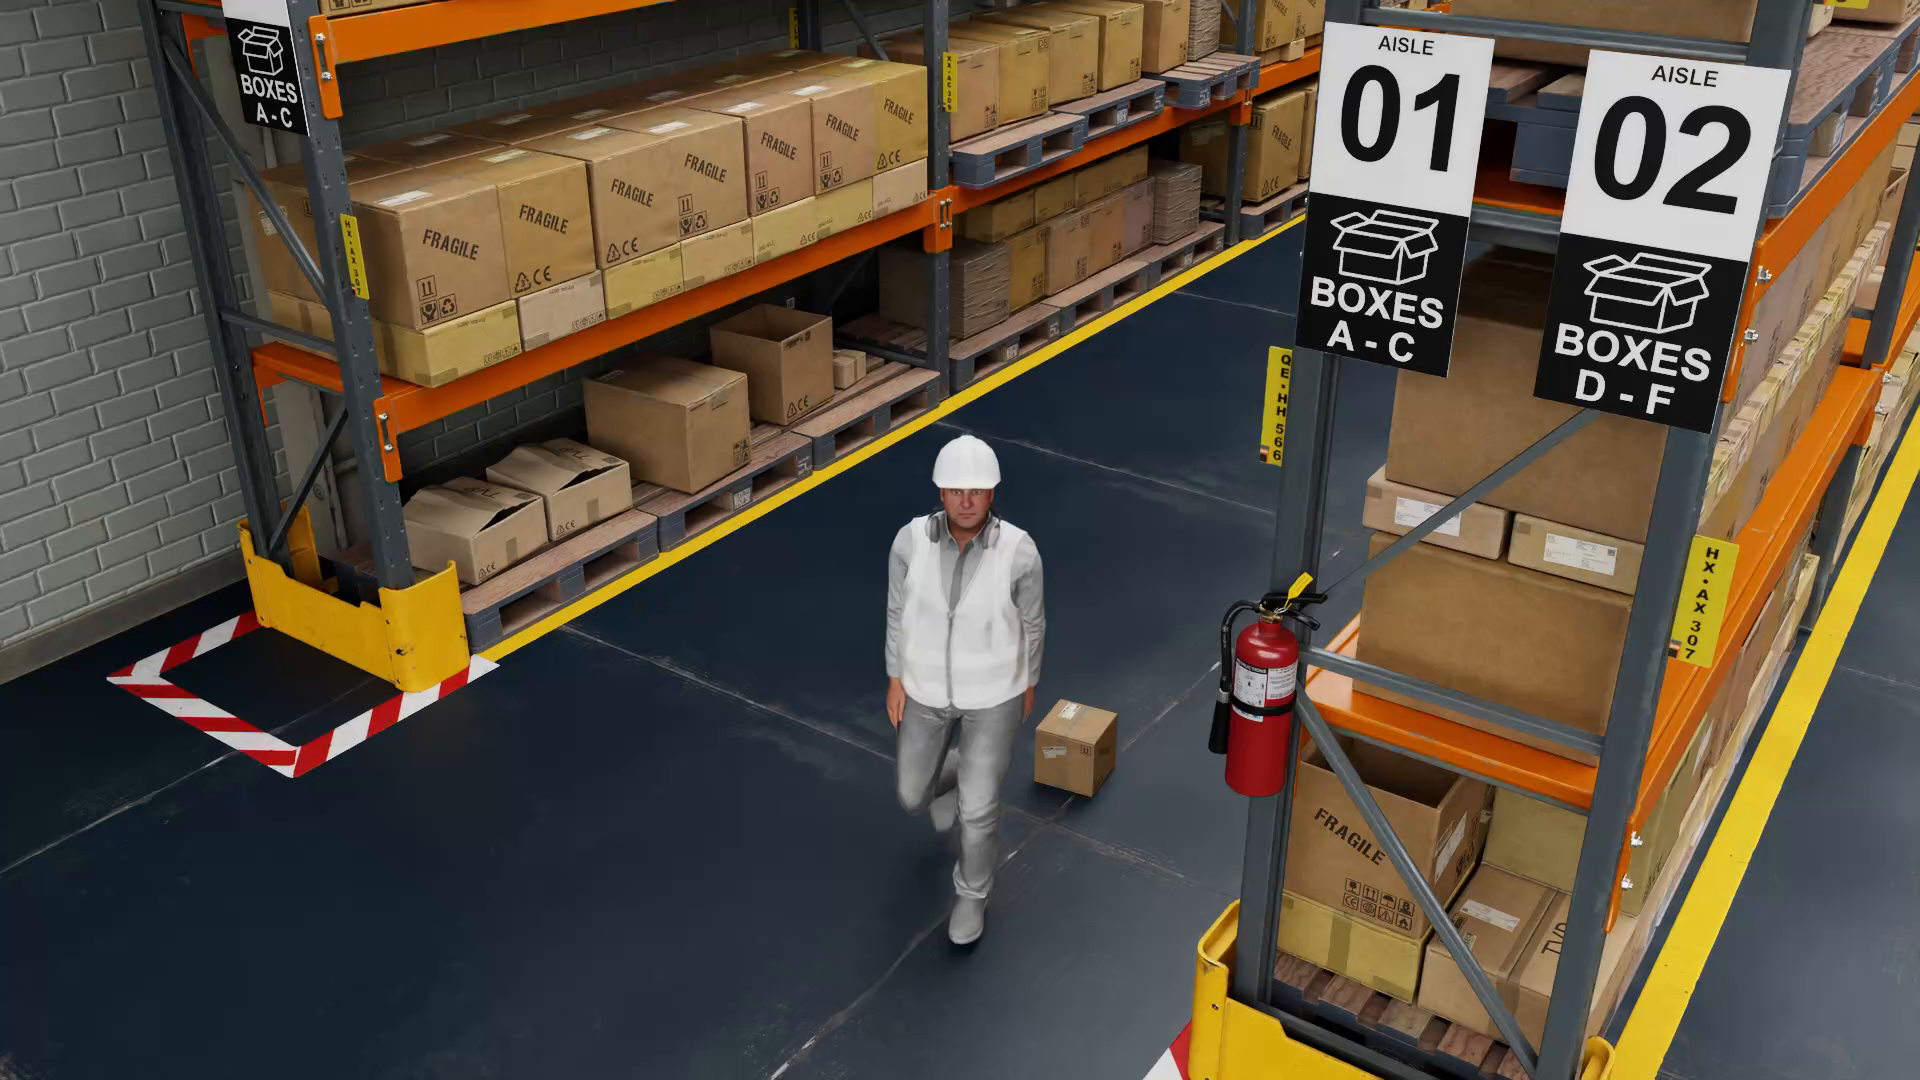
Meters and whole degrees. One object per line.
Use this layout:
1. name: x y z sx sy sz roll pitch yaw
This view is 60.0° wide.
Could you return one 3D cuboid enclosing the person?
1. person: 0.019 0.463 5.635 0.531 1.749 0.715 7 27 13
